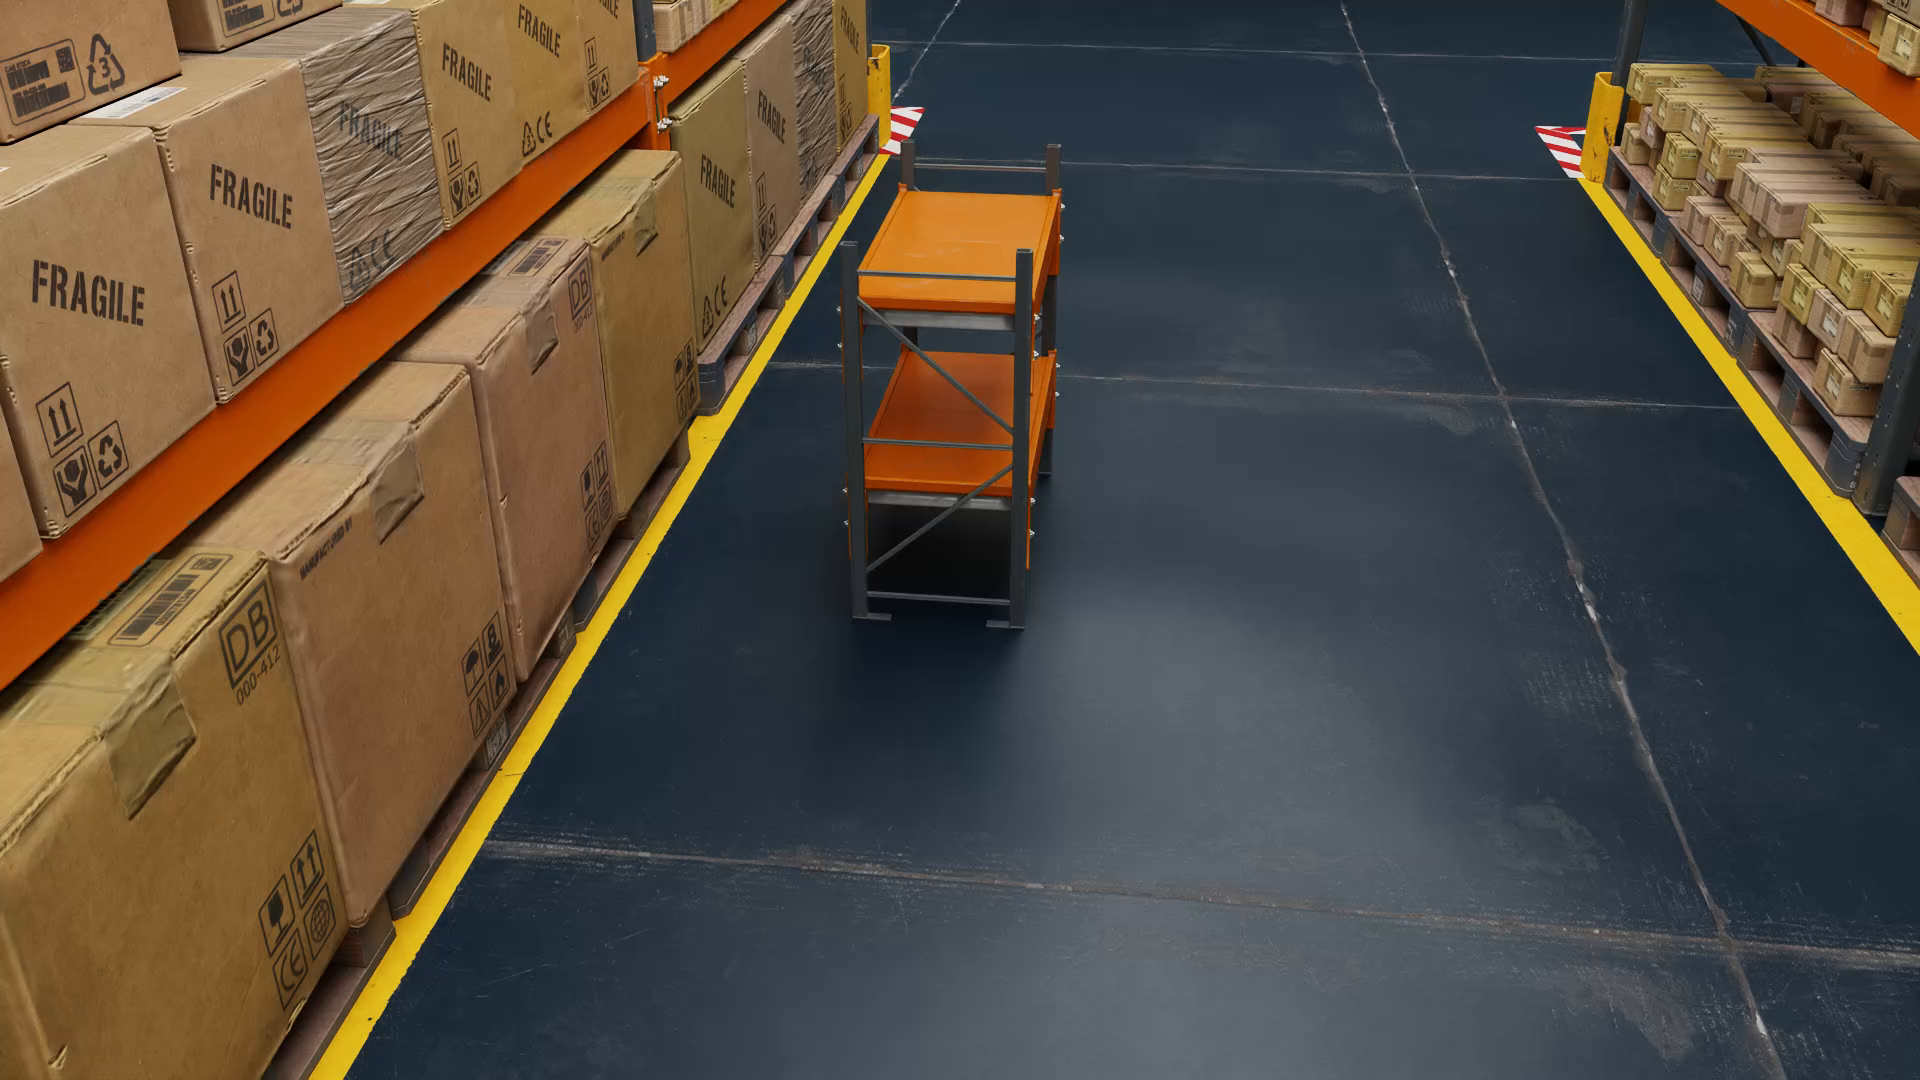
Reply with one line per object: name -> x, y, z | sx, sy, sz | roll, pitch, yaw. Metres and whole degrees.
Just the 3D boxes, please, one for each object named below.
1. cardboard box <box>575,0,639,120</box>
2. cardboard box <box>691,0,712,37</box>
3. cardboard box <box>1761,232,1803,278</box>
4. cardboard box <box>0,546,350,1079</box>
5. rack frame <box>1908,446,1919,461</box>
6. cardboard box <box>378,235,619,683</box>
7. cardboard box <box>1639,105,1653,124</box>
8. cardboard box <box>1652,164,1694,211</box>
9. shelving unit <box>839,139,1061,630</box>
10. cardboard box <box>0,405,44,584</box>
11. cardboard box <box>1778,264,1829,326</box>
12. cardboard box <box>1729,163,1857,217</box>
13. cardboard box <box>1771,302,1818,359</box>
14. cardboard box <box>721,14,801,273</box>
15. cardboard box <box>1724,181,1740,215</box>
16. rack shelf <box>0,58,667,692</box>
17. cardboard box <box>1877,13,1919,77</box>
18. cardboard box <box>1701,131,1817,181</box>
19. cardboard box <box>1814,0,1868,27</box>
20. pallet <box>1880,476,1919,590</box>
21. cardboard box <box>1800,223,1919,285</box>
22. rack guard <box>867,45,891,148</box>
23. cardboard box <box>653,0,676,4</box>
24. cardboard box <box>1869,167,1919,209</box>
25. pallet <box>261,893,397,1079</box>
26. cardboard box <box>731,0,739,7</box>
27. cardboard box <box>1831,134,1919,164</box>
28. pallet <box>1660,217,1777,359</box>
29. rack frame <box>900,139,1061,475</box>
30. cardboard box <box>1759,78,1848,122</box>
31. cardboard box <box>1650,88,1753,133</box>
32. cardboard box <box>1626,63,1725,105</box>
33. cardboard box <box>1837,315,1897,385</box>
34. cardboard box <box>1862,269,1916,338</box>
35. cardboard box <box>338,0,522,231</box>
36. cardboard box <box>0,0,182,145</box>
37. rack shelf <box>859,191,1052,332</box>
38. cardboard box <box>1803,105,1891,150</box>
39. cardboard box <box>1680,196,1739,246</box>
cardboard box -> -1.269, -1.537, 4.835 | 0.500, 0.500, 0.500 | 3, 29, 6
cardboard box -> -1.084, -1.862, 5.808 | 0.380, 0.149, 0.250 | 2, 28, 5
cardboard box -> 3.327, -1.109, 6.396 | 0.380, 0.149, 0.250 | 4, 29, 7
cardboard box -> -1.867, 0.581, 2.807 | 1.225, 0.875, 0.875 | 2, 28, 4
rack frame -> 3.424, -1.393, 4.673 | 0.949, 2.616, 0.053 | 3, 28, 6
cardboard box -> -1.650, -0.255, 4.359 | 1.225, 0.875, 0.875 | 2, 28, 4
cardboard box -> 3.599, -2.105, 8.244 | 0.380, 0.149, 0.250 | 5, 29, 8
cardboard box -> 3.421, -1.618, 7.655 | 0.380, 0.149, 0.250 | 4, 29, 7
shelving unit -> 0.001, -0.498, 4.989 | 0.538, 1.125, 1.048 | 3, 28, 6
cardboard box -> -1.643, -0.103, 2.173 | 0.500, 0.500, 0.500 | 4, 29, 8
cardboard box -> 3.187, -0.876, 5.962 | 0.380, 0.149, 0.250 | 2, 28, 4
cardboard box -> 3.300, -1.386, 6.595 | 0.380, 0.149, 0.250 | 2, 28, 4
cardboard box -> 3.221, -0.773, 6.085 | 0.380, 0.149, 0.250 | 2, 28, 5
cardboard box -> -1.212, -1.708, 7.055 | 0.875, 0.875, 0.875 | 3, 28, 6
cardboard box -> 3.498, -1.484, 7.091 | 0.380, 0.149, 0.250 | 5, 29, 9
rack shelf -> -1.728, -0.471, 3.720 | 1.077, 0.370, 4.000 | 3, 28, 6
cardboard box -> 3.154, -1.558, 5.244 | 0.380, 0.149, 0.250 | 3, 28, 5
cardboard box -> 3.375, -1.620, 7.030 | 0.380, 0.149, 0.250 | 4, 29, 7
cardboard box -> 3.305, -1.930, 5.935 | 0.380, 0.149, 0.250 | 2, 28, 4
pallet -> 3.334, 0.201, 4.654 | 1.003, 0.211, 1.213 | 3, 28, 6
cardboard box -> 3.228, -1.008, 5.893 | 0.380, 0.149, 0.250 | 3, 28, 6
rack guard -> -0.989, -2.523, 9.405 | 1.175, 0.500, 0.348 | 3, 28, 6
cardboard box -> -1.165, -2.000, 5.644 | 0.500, 0.250, 0.500 | 3, 28, 5
cardboard box -> 3.823, -1.355, 6.539 | 0.380, 0.149, 0.250 | 2, 28, 4
pallet -> -1.801, 1.015, 3.144 | 1.003, 0.211, 1.213 | 3, 28, 6
cardboard box -> -1.022, -2.110, 6.268 | 0.380, 0.149, 0.250 | 3, 28, 5
cardboard box -> 3.896, -1.594, 6.982 | 0.380, 0.149, 0.250 | 2, 28, 4
pallet -> 3.622, -1.059, 6.994 | 1.003, 0.211, 1.213 | 3, 28, 6
rack frame -> 0.063, -0.738, 5.433 | 0.500, 1.125, 0.032 | 3, 28, 6
cardboard box -> 4.017, -2.089, 7.900 | 0.380, 0.149, 0.250 | 4, 29, 7
cardboard box -> 3.444, -1.993, 7.722 | 0.380, 0.149, 0.250 | 3, 28, 6
cardboard box -> 3.516, -2.241, 8.182 | 0.380, 0.149, 0.250 | 2, 28, 4
cardboard box -> 3.151, -0.621, 5.489 | 0.380, 0.149, 0.250 | 4, 29, 7
cardboard box -> 3.213, -0.767, 5.448 | 0.380, 0.149, 0.250 | 4, 29, 8
cardboard box -> -1.393, -1.058, 3.946 | 0.500, 0.500, 0.500 | 3, 28, 6
cardboard box -> -1.784, -0.981, 2.746 | 0.797, 0.503, 0.637 | 4, 29, 7
rack shelf -> 0.001, -0.821, 4.816 | 0.459, 0.093, 0.952 | 3, 28, 6
cardboard box -> 4.016, -1.841, 7.441 | 0.380, 0.149, 0.250 | 2, 28, 4
cardboard box -> 3.368, -1.381, 7.213 | 0.380, 0.149, 0.250 | 2, 28, 4
